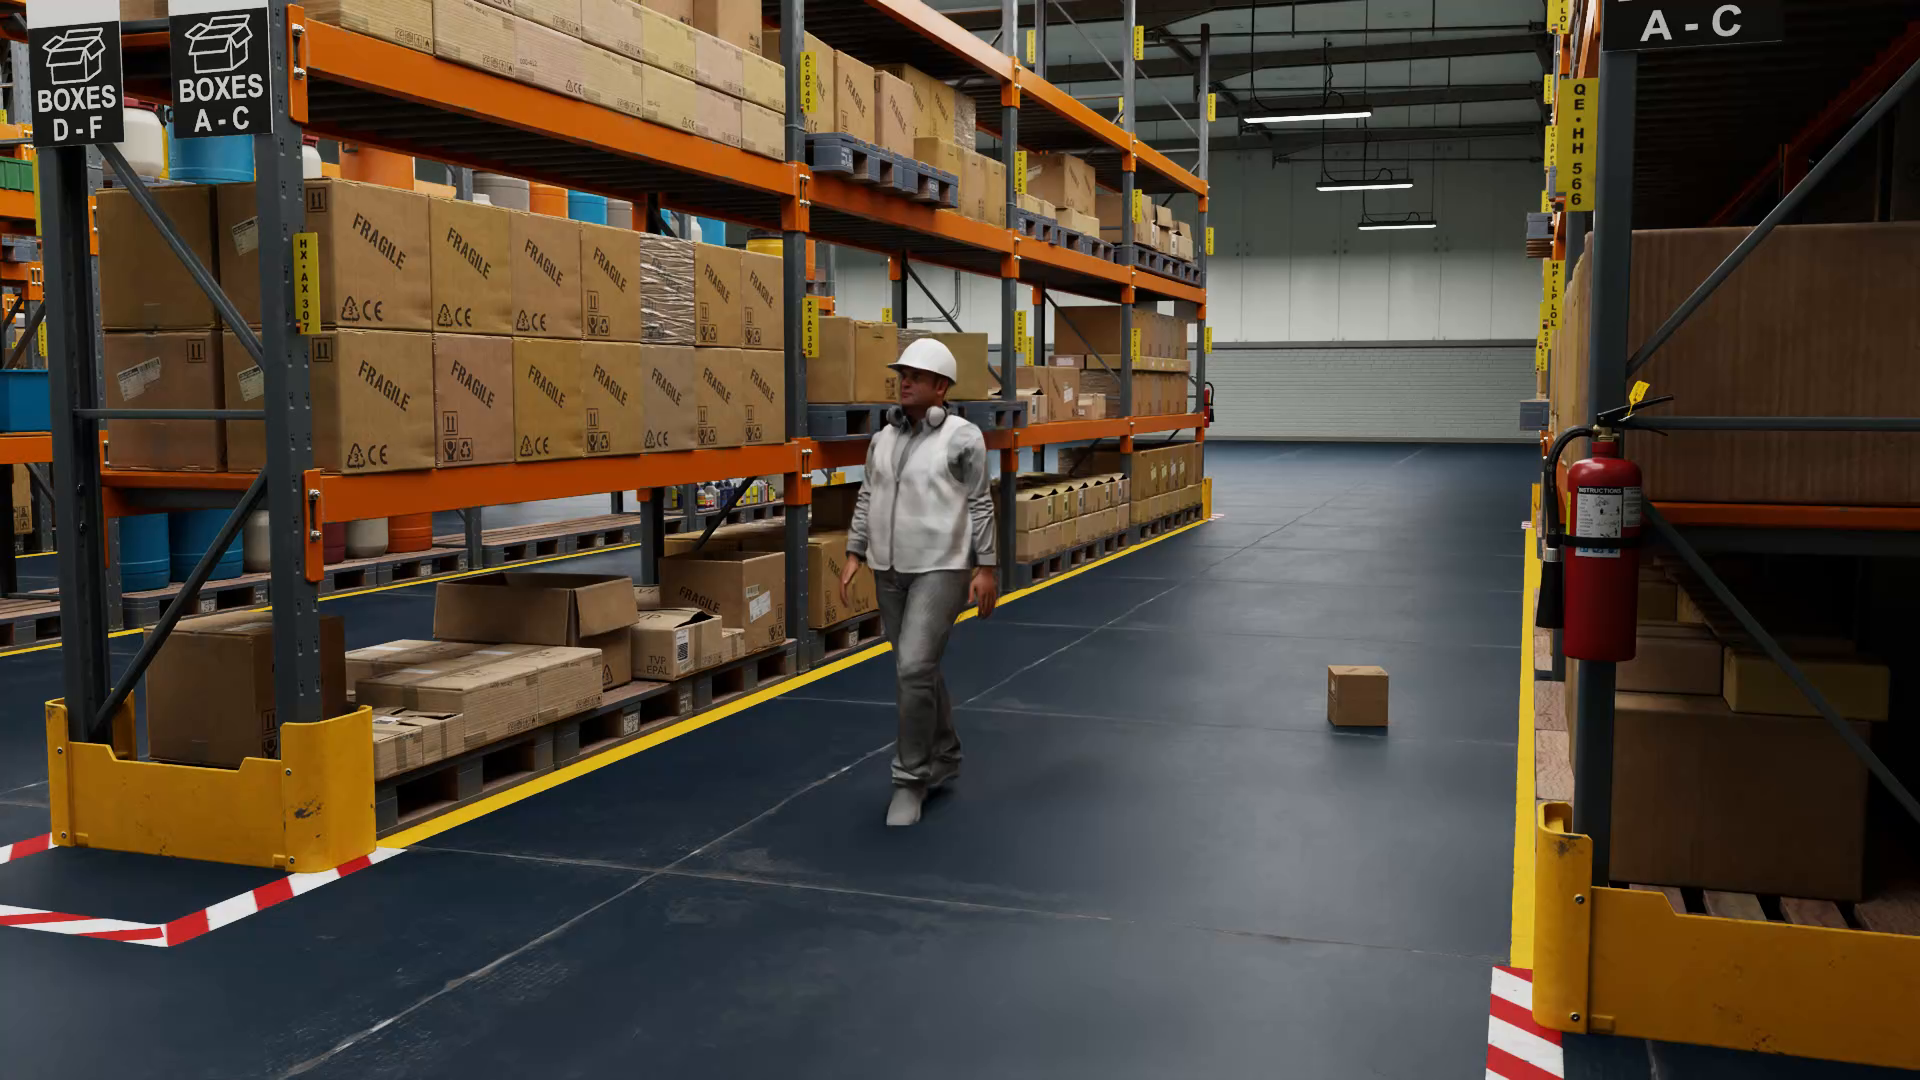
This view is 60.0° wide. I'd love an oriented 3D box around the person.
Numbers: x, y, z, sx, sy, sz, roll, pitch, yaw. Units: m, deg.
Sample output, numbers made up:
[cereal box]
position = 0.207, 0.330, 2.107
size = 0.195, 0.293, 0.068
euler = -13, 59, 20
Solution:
[person]
position = -0.184, 0.148, 6.366
size = 0.571, 1.831, 0.667
euler = 4, 6, 36
